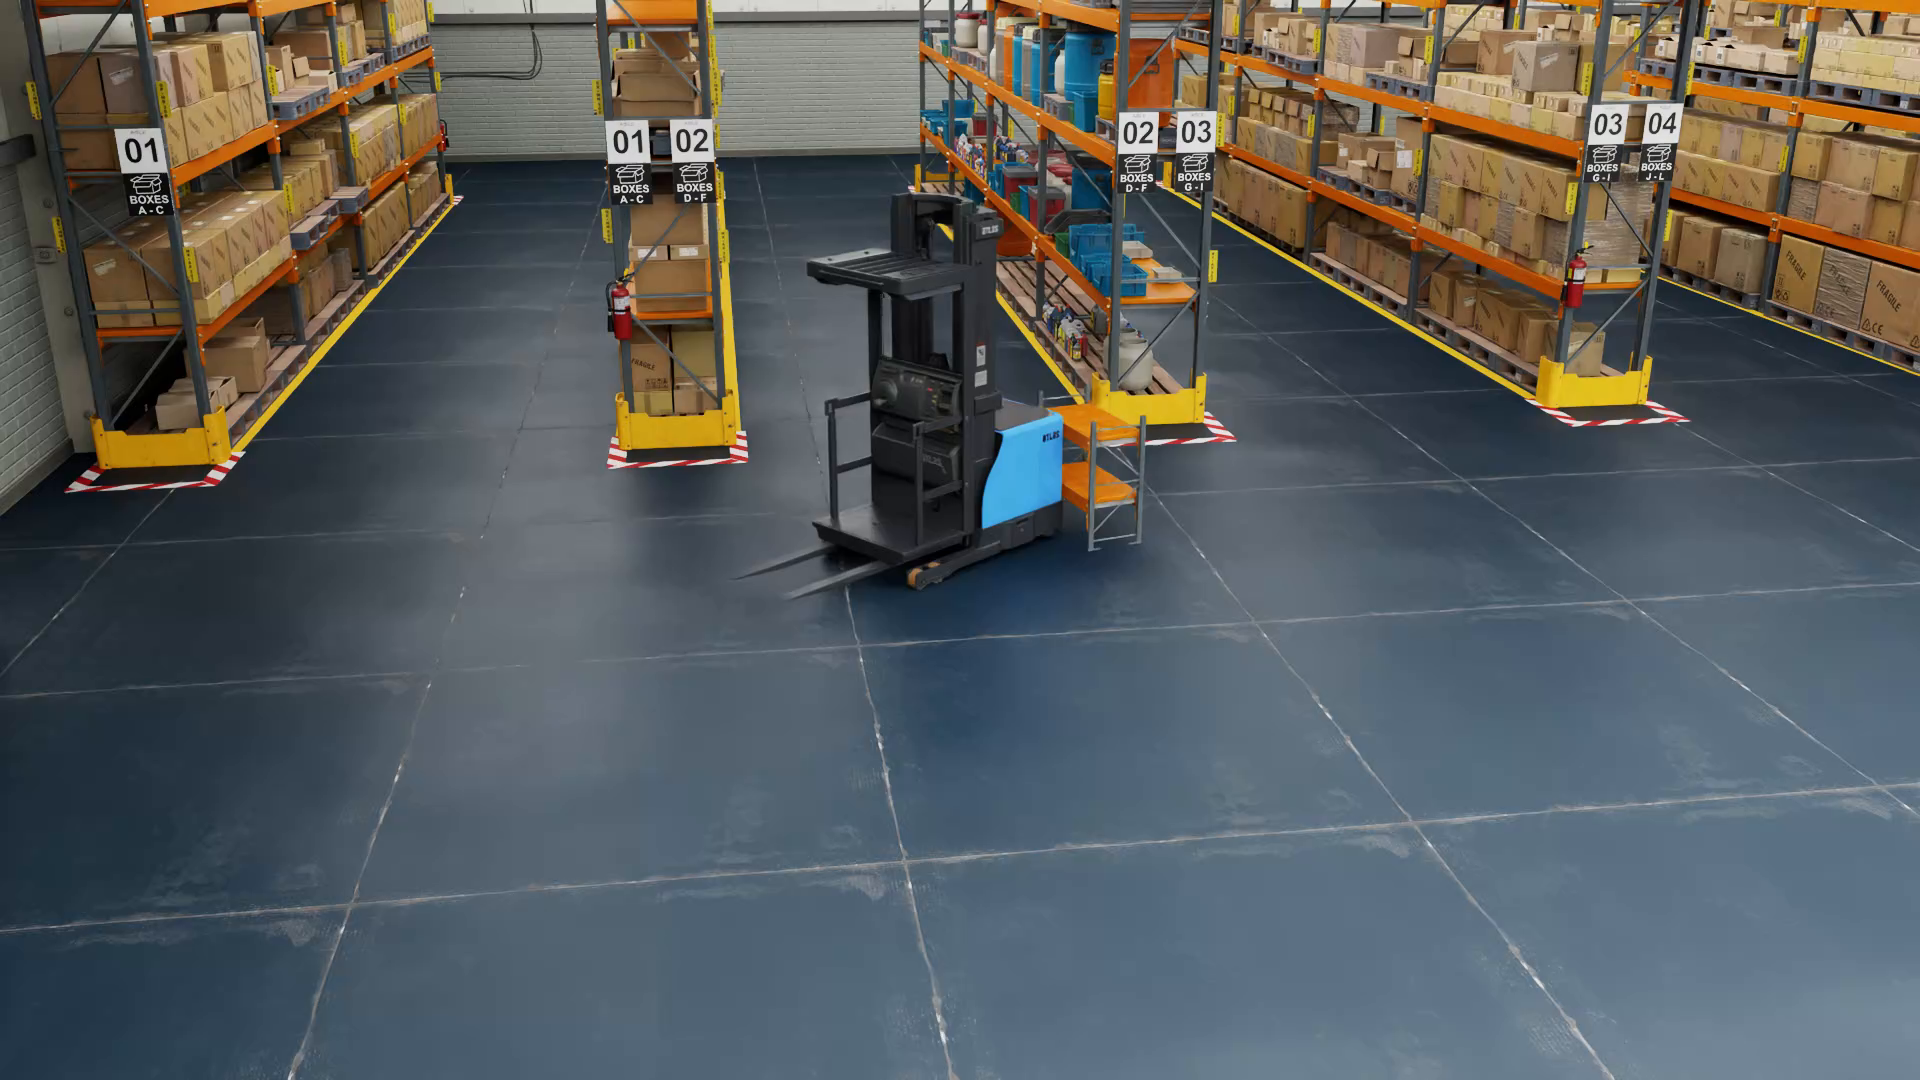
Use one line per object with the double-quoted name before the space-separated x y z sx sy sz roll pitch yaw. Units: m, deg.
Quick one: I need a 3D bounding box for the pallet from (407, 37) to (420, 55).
"pallet" -9.771 -8.373 28.188 1.003 0.211 1.213 -3 21 -8

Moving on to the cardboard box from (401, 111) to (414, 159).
"cardboard box" -9.553 -6.634 27.262 0.980 0.700 0.700 -3 21 -7

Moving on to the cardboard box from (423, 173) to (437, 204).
"cardboard box" -9.796 -6.305 29.782 0.700 0.500 0.500 -3 21 -8

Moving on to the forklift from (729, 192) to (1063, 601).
"forklift" -0.496 -1.180 13.187 1.130 2.935 3.031 18 27 40

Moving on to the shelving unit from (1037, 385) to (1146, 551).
"shelving unit" 1.109 -0.637 14.314 0.538 1.125 1.048 -8 22 -21

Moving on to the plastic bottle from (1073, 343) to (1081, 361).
"plastic bottle" 1.344 -2.158 19.079 0.097 0.201 0.097 0 20 0

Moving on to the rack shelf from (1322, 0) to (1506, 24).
"rack shelf" 6.079 -7.263 22.400 1.077 0.370 4.000 -3 21 -8

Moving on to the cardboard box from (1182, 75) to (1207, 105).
"cardboard box" 4.511 -8.506 31.422 0.500 0.500 0.500 -3 21 -9

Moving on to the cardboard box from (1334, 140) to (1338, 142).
"cardboard box" 5.990 -5.898 25.577 0.500 0.500 0.500 -2 21 -6

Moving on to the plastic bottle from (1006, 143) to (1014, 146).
"plastic bottle" 0.815 -6.325 27.041 0.152 0.276 0.135 -3 21 -8

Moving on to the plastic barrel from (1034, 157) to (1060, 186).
"plastic barrel" 1.249 -5.126 23.494 0.421 0.512 0.421 0 20 0

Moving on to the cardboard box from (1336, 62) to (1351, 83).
"cardboard box" 5.680 -6.651 23.663 0.500 0.250 0.500 -2 21 -6

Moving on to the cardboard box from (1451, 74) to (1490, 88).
"cardboard box" 6.215 -5.589 20.251 0.380 0.149 0.250 -4 21 -10

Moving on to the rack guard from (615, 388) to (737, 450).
"rack guard" -2.856 -1.222 16.772 1.175 0.500 0.348 -3 21 -8

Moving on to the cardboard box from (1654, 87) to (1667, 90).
"cardboard box" 14.231 -9.273 33.186 0.500 0.500 0.500 -3 21 -9

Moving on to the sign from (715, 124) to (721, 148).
"sign" -3.464 -5.742 23.649 0.100 0.325 0.005 -3 21 -8

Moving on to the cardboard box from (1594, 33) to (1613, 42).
"cardboard box" 10.294 -7.694 26.098 0.500 0.500 0.500 -3 21 -8

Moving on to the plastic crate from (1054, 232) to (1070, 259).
"plastic crate" 1.382 -3.451 19.471 0.450 0.188 0.662 -3 21 -8

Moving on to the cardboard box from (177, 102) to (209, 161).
"cardboard box" -7.604 -3.927 15.986 0.500 0.500 0.500 -2 21 -4

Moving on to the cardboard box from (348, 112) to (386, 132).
"cardboard box" -9.033 -6.348 25.258 0.500 0.250 0.500 -3 21 -7

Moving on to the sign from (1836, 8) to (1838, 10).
"sign" 15.556 -9.379 29.566 0.100 0.325 0.005 -3 21 -8

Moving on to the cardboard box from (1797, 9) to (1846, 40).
"cardboard box" 14.860 -8.883 28.682 0.500 0.500 0.500 -3 21 -9

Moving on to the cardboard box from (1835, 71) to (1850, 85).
"cardboard box" 11.080 -5.711 20.549 0.380 0.149 0.250 -3 21 -8

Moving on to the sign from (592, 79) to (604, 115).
"sign" -3.399 -4.161 15.631 0.100 0.325 0.005 -3 21 -8

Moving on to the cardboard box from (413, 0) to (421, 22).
"cardboard box" -9.631 -9.206 28.689 0.500 0.500 0.500 -2 21 -6

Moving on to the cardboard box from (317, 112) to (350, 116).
"cardboard box" -9.523 -6.325 25.195 0.500 0.250 0.500 -4 21 -10

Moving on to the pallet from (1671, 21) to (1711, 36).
"pallet" 14.561 -10.046 32.666 1.003 0.211 1.213 -3 21 -8

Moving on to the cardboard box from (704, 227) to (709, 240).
"cardboard box" -2.813 -3.164 17.329 0.380 0.149 0.250 -3 21 -9

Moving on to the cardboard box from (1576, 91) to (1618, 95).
"cardboard box" 7.033 -4.886 18.368 0.380 0.149 0.250 -3 21 -8

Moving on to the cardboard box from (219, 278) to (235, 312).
"cardboard box" -7.606 -2.453 16.682 0.500 0.250 0.500 -4 21 -9

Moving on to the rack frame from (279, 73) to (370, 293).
"rack frame" -8.914 -4.920 23.101 1.000 3.000 0.127 -3 21 -8

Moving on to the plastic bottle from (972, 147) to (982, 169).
"plastic bottle" 0.262 -5.968 25.977 0.144 0.351 0.185 -3 21 -8

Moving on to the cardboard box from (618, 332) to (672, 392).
"cardboard box" -3.232 -1.832 17.091 0.500 0.500 0.500 -3 21 -8

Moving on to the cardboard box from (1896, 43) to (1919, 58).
"cardboard box" 11.225 -5.734 19.471 0.380 0.149 0.250 -3 21 -8

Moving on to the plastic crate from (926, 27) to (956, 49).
"plastic crate" -0.316 -9.022 29.888 0.504 0.338 0.767 -3 21 -8

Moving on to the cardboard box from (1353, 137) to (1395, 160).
"cardboard box" 6.087 -5.539 24.017 0.700 0.500 0.500 0 20 0

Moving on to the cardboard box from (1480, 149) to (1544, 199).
"cardboard box" 6.408 -4.251 19.315 0.500 0.500 0.500 -3 21 -8

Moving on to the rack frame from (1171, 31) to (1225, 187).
"rack frame" 4.637 -8.439 32.524 1.000 3.000 0.127 -3 21 -8

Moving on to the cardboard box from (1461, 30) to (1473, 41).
"cardboard box" 9.594 -9.281 30.706 0.500 0.250 0.500 -3 21 -8

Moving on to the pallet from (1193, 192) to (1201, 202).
"pallet" 5.002 -6.438 31.152 1.003 0.211 1.213 -3 21 -8

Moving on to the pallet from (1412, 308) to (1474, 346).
"pallet" 6.499 -2.747 21.270 1.003 0.211 1.213 -3 21 -8

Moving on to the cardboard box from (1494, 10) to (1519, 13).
"cardboard box" 9.775 -9.390 29.713 0.380 0.149 0.250 -2 21 -6

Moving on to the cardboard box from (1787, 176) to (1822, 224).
"cardboard box" 11.355 -4.442 21.609 0.875 0.550 0.550 -3 21 -8

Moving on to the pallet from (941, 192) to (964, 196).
"pallet" -0.011 -6.174 30.445 1.003 0.211 1.213 -3 21 -8

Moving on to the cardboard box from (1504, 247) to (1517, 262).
"cardboard box" 6.502 -3.302 19.128 0.380 0.149 0.250 -3 21 -8

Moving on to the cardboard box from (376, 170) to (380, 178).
"cardboard box" -8.995 -5.559 25.143 0.380 0.149 0.250 -2 21 -6

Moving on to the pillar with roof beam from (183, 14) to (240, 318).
"pillar with roof beam" -5.323 -7.453 21.311 9.100 9.000 0.400 -3 21 -8

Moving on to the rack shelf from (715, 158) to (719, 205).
"rack shelf" -4.301 -5.526 25.753 1.077 0.370 4.000 -3 21 -8

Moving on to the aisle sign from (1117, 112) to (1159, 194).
"aisle sign" 1.759 -3.827 16.461 0.394 0.787 0.004 -3 21 -8

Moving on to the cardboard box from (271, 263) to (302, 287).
"cardboard box" -8.527 -3.327 20.710 0.500 0.250 0.500 -3 21 -9

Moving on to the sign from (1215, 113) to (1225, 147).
"sign" 2.587 -4.085 16.567 0.100 0.325 0.005 -3 21 -8

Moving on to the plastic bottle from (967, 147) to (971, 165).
"plastic bottle" 0.159 -6.122 26.504 0.097 0.271 0.097 0 20 0

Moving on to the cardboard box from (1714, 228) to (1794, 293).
"cardboard box" 11.111 -3.853 22.859 1.050 0.750 0.750 -3 21 -8

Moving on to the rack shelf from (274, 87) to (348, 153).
"rack shelf" -8.626 -5.295 20.848 1.077 0.370 4.000 -3 21 -8

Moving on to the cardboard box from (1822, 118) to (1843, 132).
"cardboard box" 15.029 -7.021 28.227 0.500 0.250 0.500 -4 21 -9
